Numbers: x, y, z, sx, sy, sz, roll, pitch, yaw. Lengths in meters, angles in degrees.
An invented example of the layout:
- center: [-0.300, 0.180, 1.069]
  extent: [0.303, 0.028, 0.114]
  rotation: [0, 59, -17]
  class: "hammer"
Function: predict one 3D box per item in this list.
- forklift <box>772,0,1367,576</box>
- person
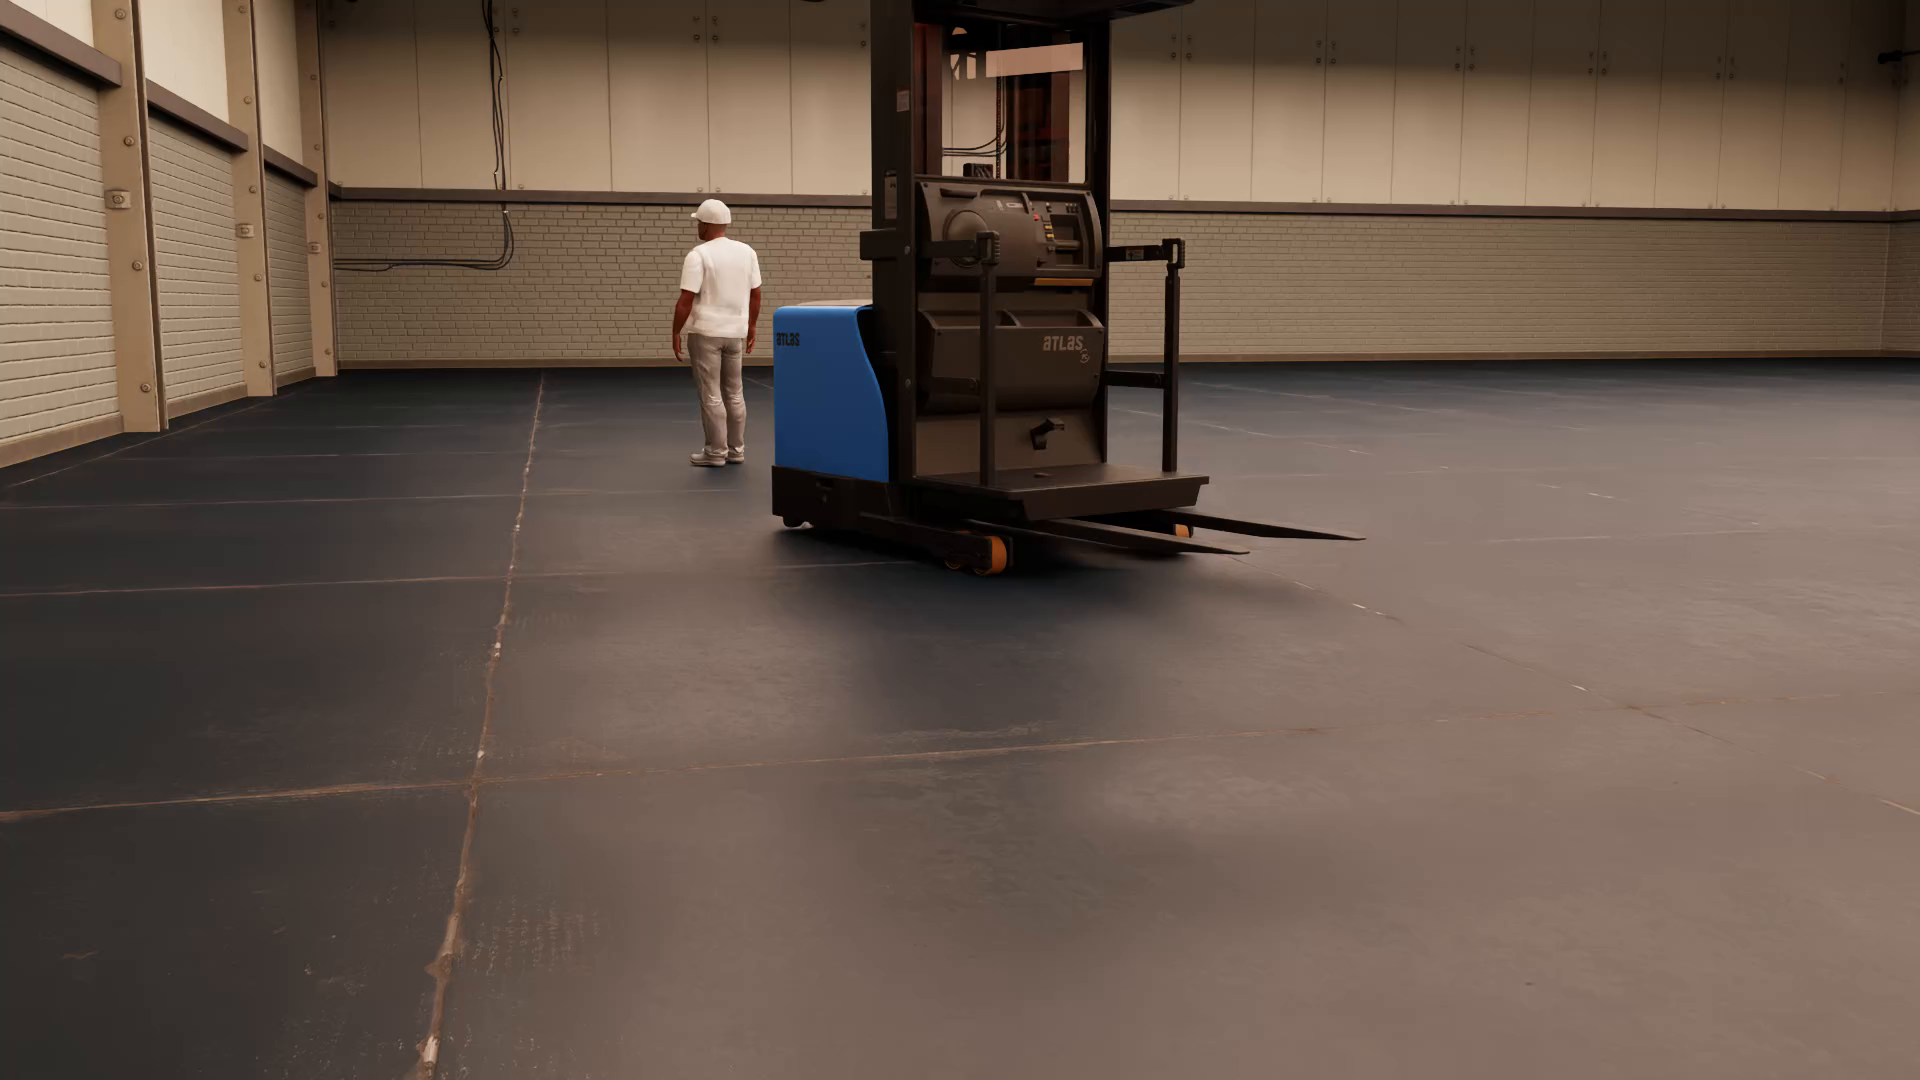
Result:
- center: [0.355, -1.383, 7.015]
  extent: [1.130, 2.935, 3.031]
  rotation: [-6, 10, -35]
  class: "forklift"
- center: [-1.682, -1.389, 11.206]
  extent: [0.665, 1.769, 0.574]
  rotation: [-7, 11, -42]
  class: "person"
